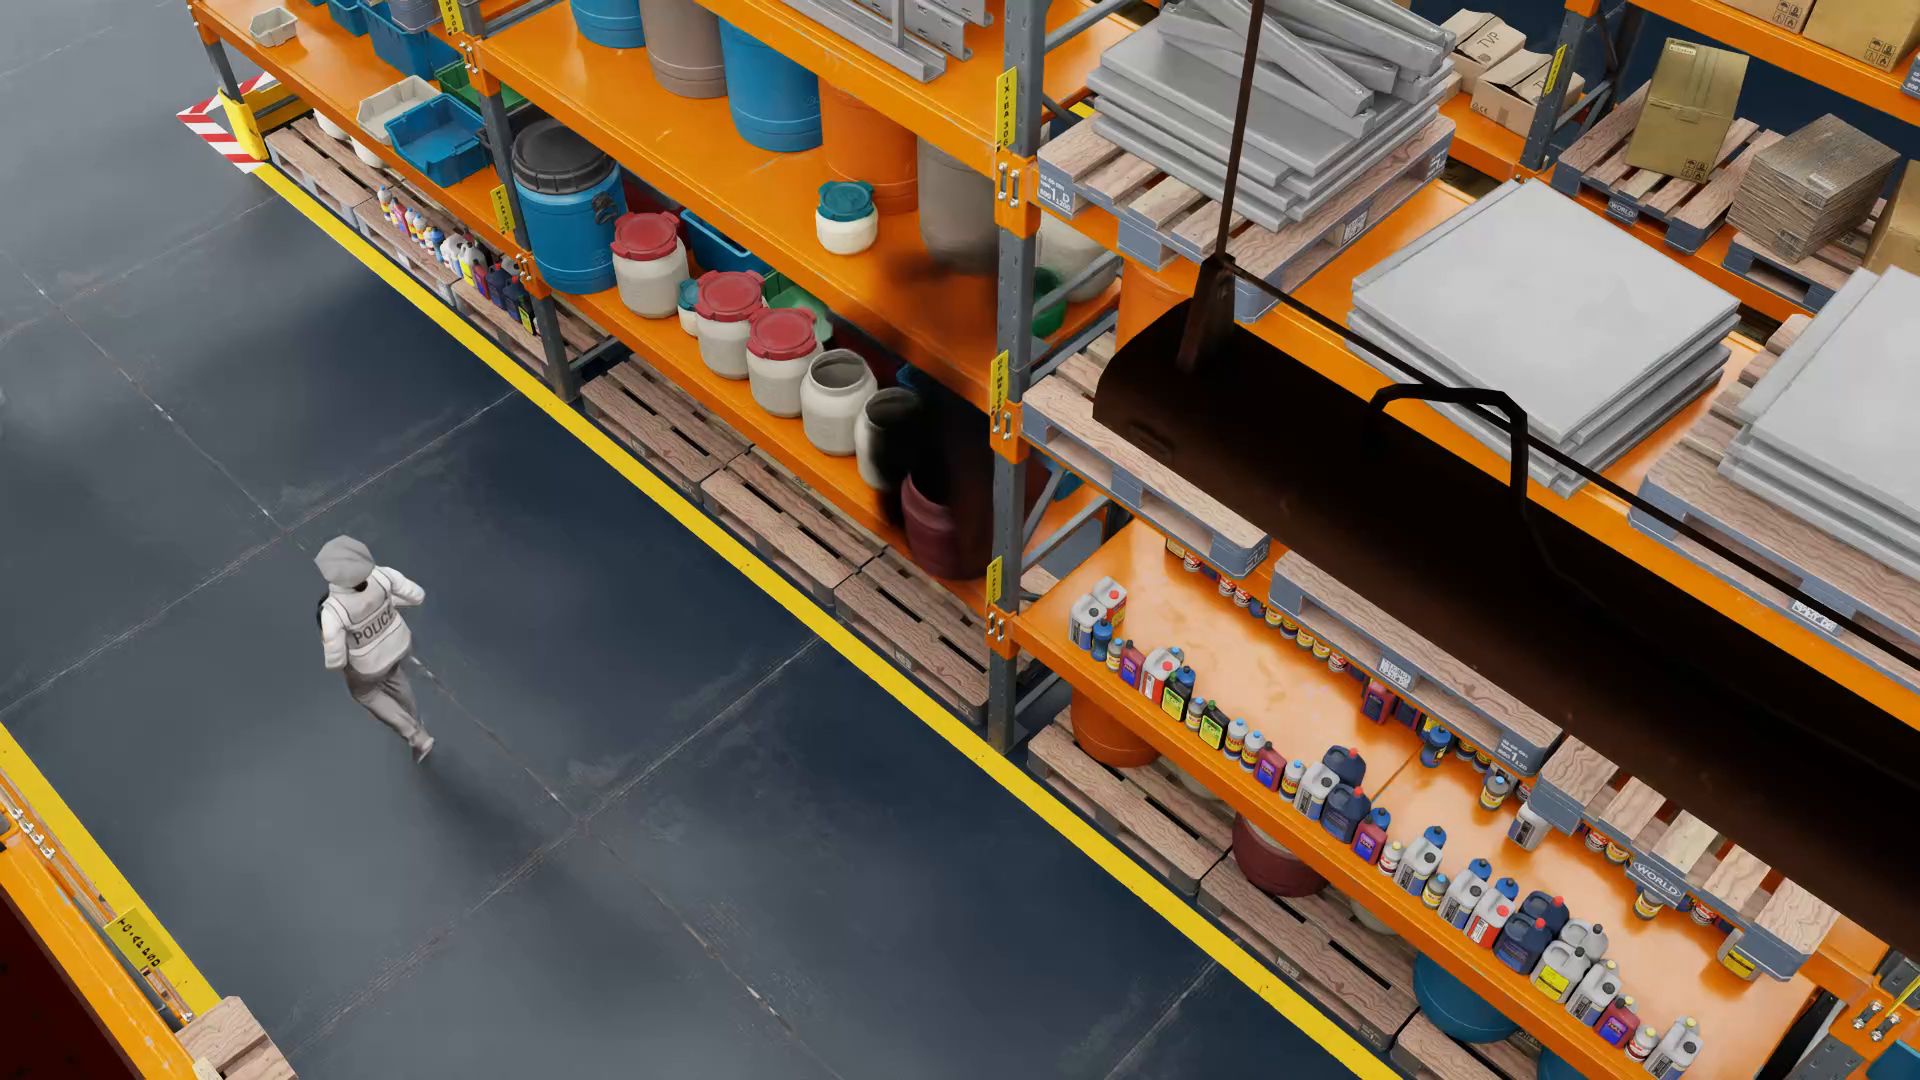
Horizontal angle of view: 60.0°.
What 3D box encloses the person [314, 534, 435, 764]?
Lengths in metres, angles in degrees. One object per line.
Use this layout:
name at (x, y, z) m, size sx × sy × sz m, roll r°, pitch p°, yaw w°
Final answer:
person at (-2.966, 0.552, 8.472) m, size 0.525 × 1.654 × 0.614 m, roll 29°, pitch 56°, yaw 22°
